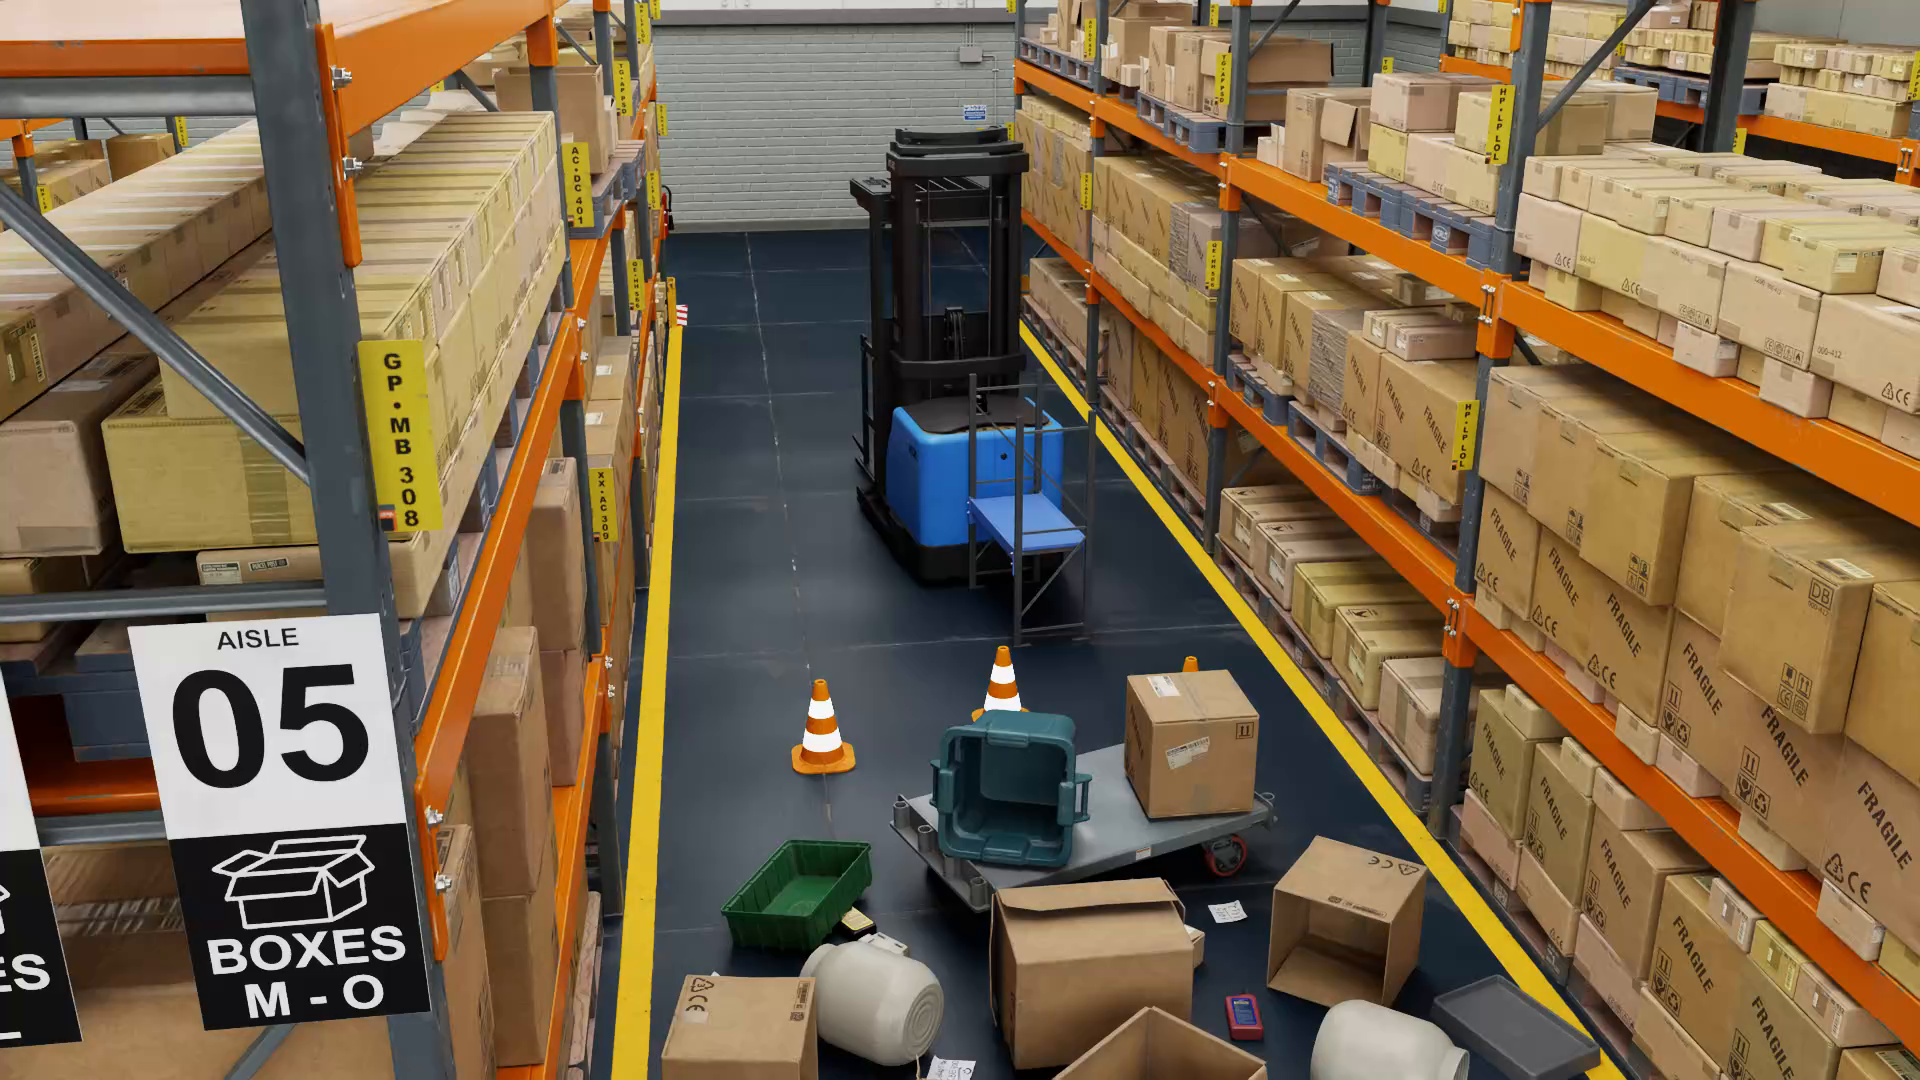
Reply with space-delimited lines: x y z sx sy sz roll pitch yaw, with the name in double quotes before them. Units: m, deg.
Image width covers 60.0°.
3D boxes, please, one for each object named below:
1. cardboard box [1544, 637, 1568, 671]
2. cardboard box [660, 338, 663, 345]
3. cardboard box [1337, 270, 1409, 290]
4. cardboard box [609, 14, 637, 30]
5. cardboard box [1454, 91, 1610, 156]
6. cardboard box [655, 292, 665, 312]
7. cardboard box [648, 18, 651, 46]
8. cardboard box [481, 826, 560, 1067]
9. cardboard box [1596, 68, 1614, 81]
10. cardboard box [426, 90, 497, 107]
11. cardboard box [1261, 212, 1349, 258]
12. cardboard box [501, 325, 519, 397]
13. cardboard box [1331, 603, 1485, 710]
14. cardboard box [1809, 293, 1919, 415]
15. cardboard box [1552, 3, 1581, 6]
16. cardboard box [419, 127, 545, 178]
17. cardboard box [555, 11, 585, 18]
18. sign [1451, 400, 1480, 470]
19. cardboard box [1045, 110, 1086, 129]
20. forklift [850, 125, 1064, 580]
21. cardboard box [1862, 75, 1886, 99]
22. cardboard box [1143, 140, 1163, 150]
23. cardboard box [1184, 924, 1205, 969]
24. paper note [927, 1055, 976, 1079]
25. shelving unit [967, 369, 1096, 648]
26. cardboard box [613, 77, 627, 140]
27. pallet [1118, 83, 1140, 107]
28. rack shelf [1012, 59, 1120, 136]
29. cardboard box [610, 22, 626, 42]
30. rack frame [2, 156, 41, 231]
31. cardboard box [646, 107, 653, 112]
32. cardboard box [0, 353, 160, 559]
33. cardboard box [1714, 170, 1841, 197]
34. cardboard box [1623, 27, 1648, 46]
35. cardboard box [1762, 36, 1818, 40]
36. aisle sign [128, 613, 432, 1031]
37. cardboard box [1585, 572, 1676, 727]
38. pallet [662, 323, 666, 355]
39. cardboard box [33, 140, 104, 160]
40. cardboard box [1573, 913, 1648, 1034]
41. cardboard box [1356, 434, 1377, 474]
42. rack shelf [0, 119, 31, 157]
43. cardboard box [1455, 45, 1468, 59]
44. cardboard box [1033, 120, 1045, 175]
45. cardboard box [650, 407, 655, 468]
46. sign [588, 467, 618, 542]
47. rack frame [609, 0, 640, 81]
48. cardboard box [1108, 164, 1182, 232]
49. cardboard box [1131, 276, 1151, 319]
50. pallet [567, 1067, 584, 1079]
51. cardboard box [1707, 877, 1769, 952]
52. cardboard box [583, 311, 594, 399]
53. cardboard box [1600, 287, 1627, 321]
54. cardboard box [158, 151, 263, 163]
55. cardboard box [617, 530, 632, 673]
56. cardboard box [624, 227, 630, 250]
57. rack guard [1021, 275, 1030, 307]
"cardboard box" 2.724 0.458 7.061 0.380 0.149 0.250 -3 21 -8
"cardboard box" -3.234 -2.074 16.957 0.380 0.149 0.250 -3 21 -7
"cardboard box" 2.689 -1.406 10.525 0.500 0.500 0.500 -3 21 -9
"cardboard box" -3.141 -4.772 15.347 0.380 0.149 0.250 -2 21 -5
"cardboard box" 2.630 -1.920 7.683 0.500 0.250 0.500 -2 21 -7
"cardboard box" -3.236 -2.443 17.095 0.380 0.149 0.250 -2 21 -6
"cardboard box" -3.455 -5.253 17.205 0.500 0.250 0.500 -4 21 -9
"cardboard box" -1.623 1.124 4.706 0.875 0.550 0.550 -3 21 -8
"cardboard box" 6.254 -4.379 15.724 0.380 0.149 0.250 -3 21 -8
"cardboard box" -2.734 -2.406 9.467 0.500 0.311 0.500 -3 21 -8
"cardboard box" 2.434 -2.043 11.828 0.500 0.500 0.500 -4 21 -10
"cardboard box" -1.419 -0.481 4.547 0.380 0.149 0.250 -3 21 -7
"cardboard box" 2.655 0.644 9.360 0.950 0.372 0.625 -2 21 -4
"cardboard box" 2.925 -0.567 4.948 0.500 0.250 0.500 -2 21 -6
"cardboard box" 6.061 -5.382 17.127 0.500 0.250 0.500 -2 21 -6
"cardboard box" -1.604 -1.295 5.585 0.380 0.149 0.250 -3 21 -8
"cardboard box" -3.757 -4.923 15.753 0.380 0.149 0.250 -2 21 -6
"sign" 2.291 -0.473 7.541 0.100 0.325 0.005 -3 21 -8
"cardboard box" 1.069 -4.258 16.830 0.380 0.149 0.250 -3 21 -9
"forklift" -0.170 -1.585 12.271 1.130 2.935 3.031 -6 21 -15
"cardboard box" 6.867 -3.320 12.174 0.380 0.149 0.250 -3 21 -9
"cardboard box" 1.898 -3.671 15.260 0.380 0.149 0.250 -3 21 -9
"cardboard box" 0.834 1.711 7.255 0.396 0.266 0.258 17 27 39
"paper note" -0.037 2.097 6.569 0.172 0.023 0.155 4 21 11
"shelving unit" 0.440 -0.226 10.677 0.538 1.500 1.048 -6 21 -15
"cardboard box" -2.439 -2.723 10.791 0.500 0.500 0.500 -3 21 -8
"pallet" 1.868 -3.730 13.903 0.805 0.209 1.217 -4 21 -10
"rack shelf" 1.399 -4.491 16.693 1.077 0.370 4.000 -3 21 -8
"cardboard box" -2.999 -4.314 14.123 0.380 0.149 0.250 -3 21 -9
"rack frame" -8.120 -2.230 13.900 1.000 3.000 0.127 -3 21 -8
"cardboard box" -3.388 -4.163 17.079 0.500 0.500 0.500 -4 21 -10
"cardboard box" -1.814 -0.164 3.126 0.500 0.250 0.500 -3 21 -7
"cardboard box" 3.164 -1.342 6.453 0.380 0.149 0.250 -2 21 -6
"cardboard box" 6.207 -4.526 14.952 0.380 0.149 0.250 -2 21 -6
"cardboard box" 6.892 -4.104 13.821 0.380 0.149 0.250 -3 21 -7
"aisle sign" -1.160 0.501 2.872 0.394 0.787 0.004 -3 21 -8
"cardboard box" 2.783 0.367 6.378 0.500 0.500 0.500 -3 21 -8
"pallet" -3.680 -2.214 17.844 1.003 0.211 1.213 -3 21 -8
"cardboard box" -8.822 -3.682 16.506 0.500 0.500 0.500 -3 21 -9
"cardboard box" 2.825 1.717 6.661 0.500 0.250 0.500 -3 21 -8
"cardboard box" 2.359 -0.471 8.949 0.380 0.149 0.250 -3 21 -7
"rack shelf" -7.831 -2.606 11.647 1.077 0.370 4.000 -3 21 -8
"cardboard box" 5.837 -5.532 18.812 0.380 0.149 0.250 -2 21 -7
"cardboard box" 1.061 -4.093 17.316 0.500 0.500 0.500 -3 21 -8
"cardboard box" -2.698 -0.872 13.236 0.500 0.500 0.500 -3 21 -9
"sign" -1.495 -0.147 6.971 0.100 0.325 0.005 -3 21 -8
"rack frame" -3.197 -5.256 13.426 1.000 3.000 0.127 -3 21 -8
"cardboard box" 1.567 -2.904 14.131 0.500 0.500 0.500 -3 21 -8
"cardboard box" 1.686 -1.963 13.399 0.500 0.250 0.500 -3 21 -9
"pallet" -1.832 2.322 5.699 1.003 0.211 1.213 -3 21 -8
"cardboard box" 2.854 1.295 5.794 0.380 0.149 0.250 -2 21 -5
"cardboard box" -2.415 -1.067 9.214 0.700 0.500 0.500 -3 21 -9
"cardboard box" 2.770 -0.954 6.554 0.380 0.149 0.250 -3 21 -8
"cardboard box" -2.179 -1.084 5.020 0.380 0.149 0.250 -3 21 -7
"cardboard box" -2.492 0.315 9.701 1.050 0.750 0.750 -3 21 -7
"cardboard box" -2.833 -2.400 13.264 0.380 0.149 0.250 -3 21 -8
"rack guard" 1.107 -2.952 19.406 1.175 0.500 0.348 -3 21 -8
